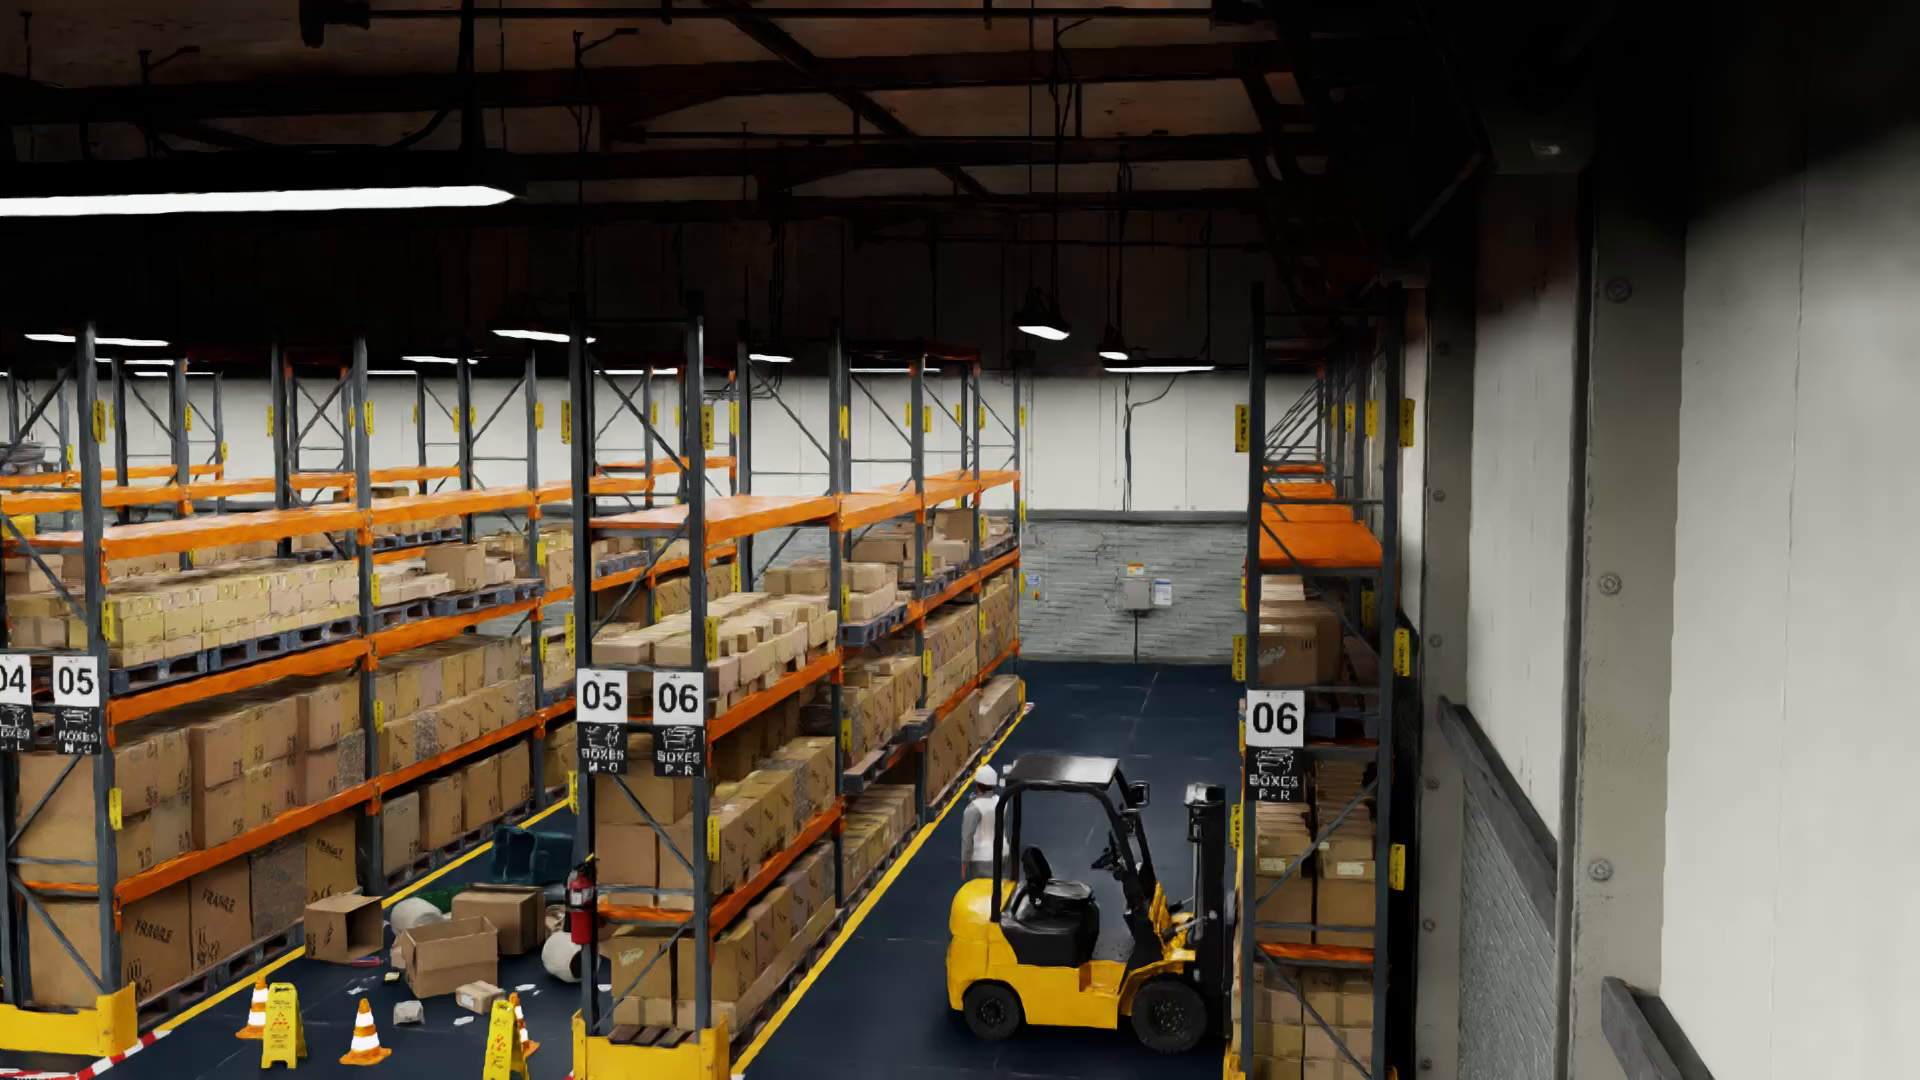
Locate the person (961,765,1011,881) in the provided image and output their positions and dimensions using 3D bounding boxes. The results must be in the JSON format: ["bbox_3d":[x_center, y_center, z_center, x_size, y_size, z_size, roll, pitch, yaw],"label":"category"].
[{"bbox_3d":[0.224,3.000,15.738,0.576,1.768,0.626,4,6,41],"label":"person"}]
